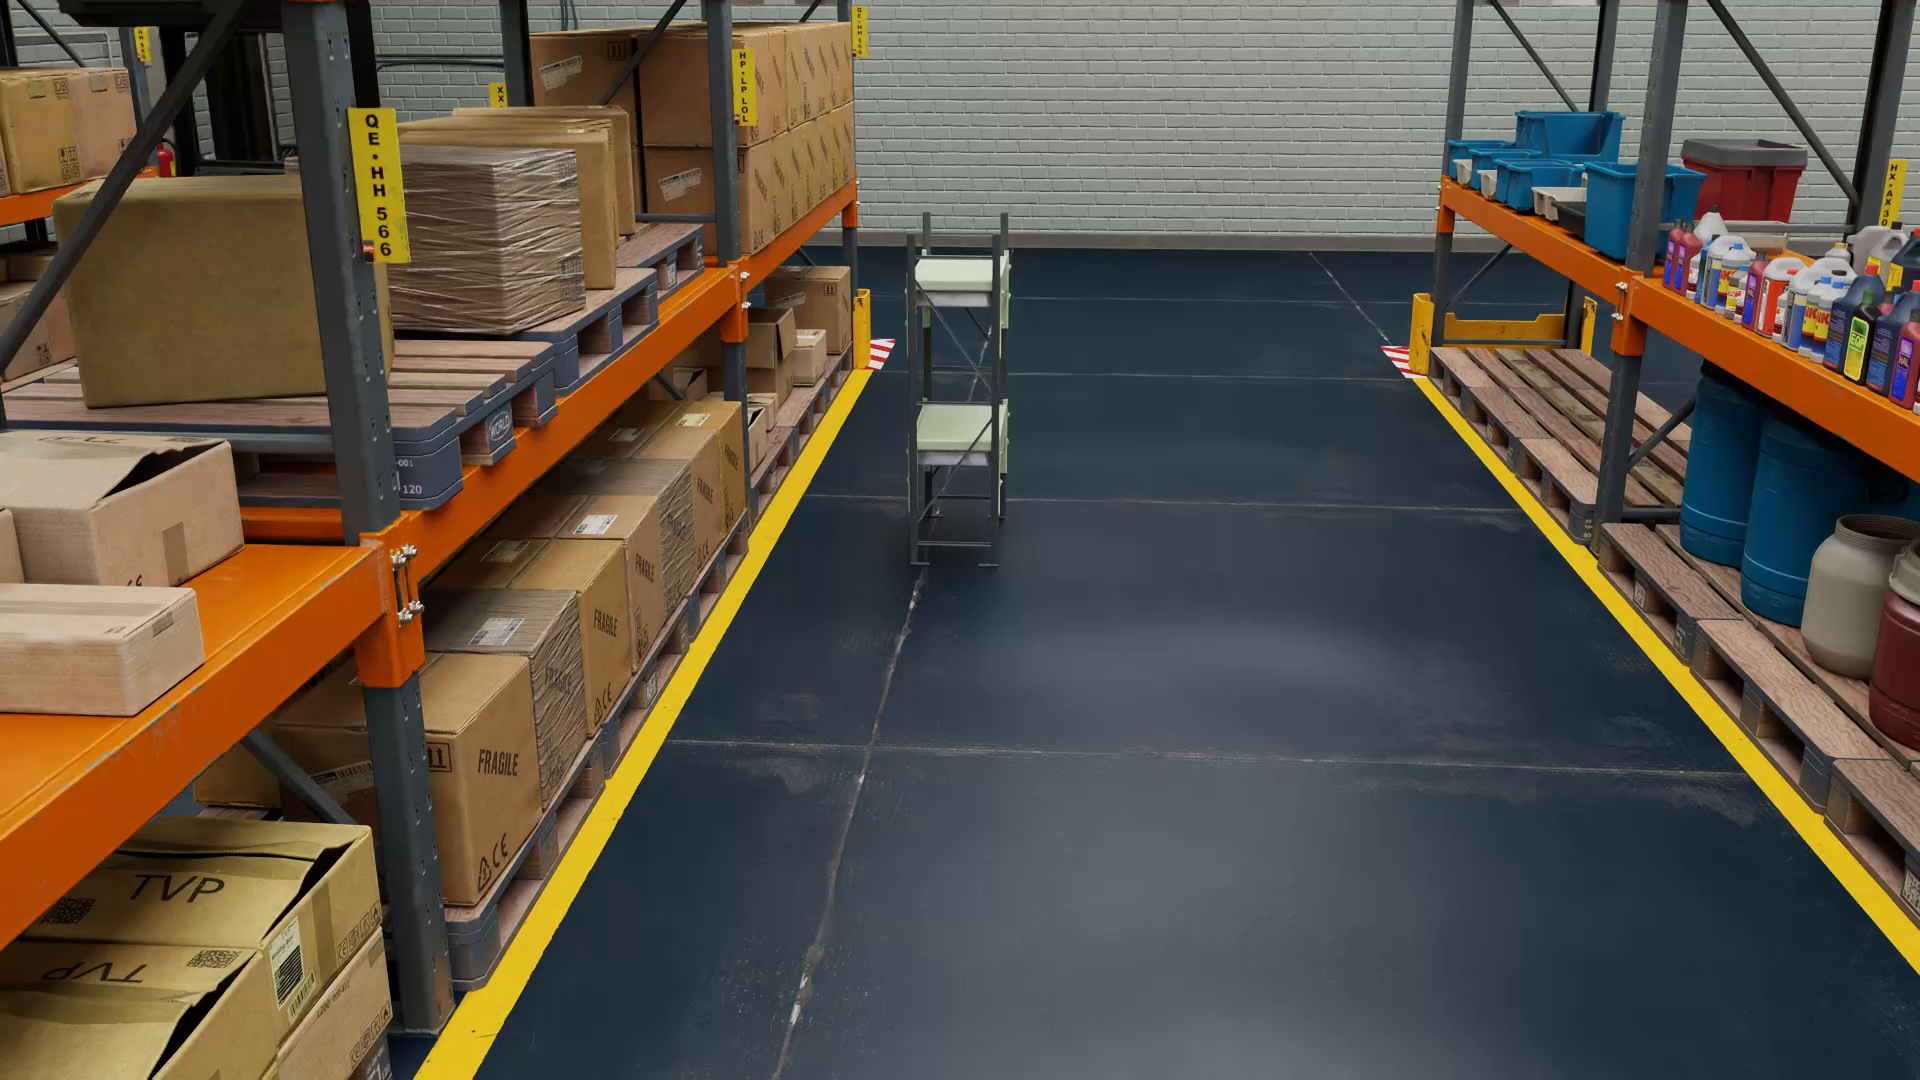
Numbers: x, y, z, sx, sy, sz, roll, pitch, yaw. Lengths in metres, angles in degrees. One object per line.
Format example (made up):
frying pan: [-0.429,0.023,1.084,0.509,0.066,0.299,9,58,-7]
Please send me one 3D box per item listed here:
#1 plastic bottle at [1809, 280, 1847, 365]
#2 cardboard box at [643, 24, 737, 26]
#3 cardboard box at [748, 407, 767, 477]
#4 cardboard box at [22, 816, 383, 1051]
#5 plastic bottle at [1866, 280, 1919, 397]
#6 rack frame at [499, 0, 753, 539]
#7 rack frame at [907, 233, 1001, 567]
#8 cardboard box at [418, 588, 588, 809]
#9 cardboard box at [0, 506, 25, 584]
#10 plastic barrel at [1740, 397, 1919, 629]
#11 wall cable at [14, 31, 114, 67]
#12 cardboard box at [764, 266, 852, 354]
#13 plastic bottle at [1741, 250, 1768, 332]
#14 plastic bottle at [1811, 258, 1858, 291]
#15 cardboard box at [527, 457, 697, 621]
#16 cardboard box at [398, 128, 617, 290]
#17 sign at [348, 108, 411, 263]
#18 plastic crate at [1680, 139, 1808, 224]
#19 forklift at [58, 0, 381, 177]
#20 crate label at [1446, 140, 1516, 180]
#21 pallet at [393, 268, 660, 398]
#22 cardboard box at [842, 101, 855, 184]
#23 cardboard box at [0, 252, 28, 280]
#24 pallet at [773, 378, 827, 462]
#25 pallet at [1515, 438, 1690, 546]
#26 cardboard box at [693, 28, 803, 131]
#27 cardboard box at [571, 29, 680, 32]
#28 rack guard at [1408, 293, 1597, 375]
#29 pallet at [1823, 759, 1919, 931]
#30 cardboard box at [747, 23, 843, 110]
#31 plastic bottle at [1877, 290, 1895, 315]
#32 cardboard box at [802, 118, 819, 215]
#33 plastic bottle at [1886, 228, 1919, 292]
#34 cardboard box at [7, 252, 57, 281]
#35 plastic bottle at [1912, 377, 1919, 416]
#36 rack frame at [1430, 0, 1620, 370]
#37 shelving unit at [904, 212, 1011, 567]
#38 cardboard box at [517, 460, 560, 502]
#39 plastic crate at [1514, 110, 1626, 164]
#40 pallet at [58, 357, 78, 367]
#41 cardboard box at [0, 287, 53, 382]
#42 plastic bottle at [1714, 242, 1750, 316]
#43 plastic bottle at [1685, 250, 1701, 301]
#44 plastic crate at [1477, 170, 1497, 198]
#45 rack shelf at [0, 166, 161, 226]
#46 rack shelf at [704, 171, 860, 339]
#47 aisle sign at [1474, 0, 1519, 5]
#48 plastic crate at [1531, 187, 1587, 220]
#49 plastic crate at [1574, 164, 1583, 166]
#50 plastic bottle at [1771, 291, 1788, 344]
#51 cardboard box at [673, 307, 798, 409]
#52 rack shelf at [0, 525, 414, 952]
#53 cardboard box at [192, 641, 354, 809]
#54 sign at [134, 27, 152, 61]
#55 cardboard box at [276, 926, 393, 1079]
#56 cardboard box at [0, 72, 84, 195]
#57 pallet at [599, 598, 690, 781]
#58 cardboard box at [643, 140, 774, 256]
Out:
plastic bottle: [2.896,-0.724,5.522,0.097,0.271,0.097,0,18,0]
cardboard box: [-1.584,-2.773,9.801,0.500,0.500,0.500,2,18,5]
cardboard box: [-1.259,-0.514,8.287,0.500,0.311,0.500,1,18,4]
cardboard box: [-1.584,0.794,3.524,0.500,0.311,0.500,2,18,5]
plastic bottle: [2.887,-0.619,5.073,0.144,0.351,0.185,1,18,4]
rack frame: [-1.505,-1.457,7.553,1.000,3.000,0.127,1,18,4]
rack frame: [-0.027,-0.597,7.336,0.400,1.500,0.023,1,18,4]
cardboard box: [-1.442,0.466,4.991,0.500,0.500,0.500,1,18,2]
cardboard box: [-2.049,0.101,2.941,0.500,0.311,0.500,1,18,3]
plastic barrel: [3.328,-0.160,6.288,0.600,0.901,0.708,1,18,4]
wall cable: [-7.011,-3.711,12.799,0.084,1.984,1.851,1,18,4]
cardboard box: [-1.012,-1.547,11.133,0.500,0.500,0.500,1,18,4]
plastic bottle: [2.920,-0.910,6.070,0.061,0.283,0.133,1,18,4]
plastic bottle: [3.107,-0.860,5.931,0.152,0.276,0.135,1,18,4]
cardboard box: [-1.335,-0.010,6.444,0.500,0.500,0.500,2,18,5]
cardboard box: [-1.570,-1.154,5.794,0.700,0.500,0.500,-3,18,-10]
sign: [-1.238,-0.754,3.547,0.100,0.325,0.005,1,18,4]
plastic crate: [3.749,-1.676,8.022,0.402,0.464,0.583,1,18,4]
forklift: [-3.762,-1.786,8.667,1.130,2.935,3.031,6,19,17]
crate label: [3.376,-2.468,10.809,0.416,0.233,0.303,1,18,4]
pallet: [-1.657,-0.728,5.636,1.003,0.211,1.213,1,18,4]
cardboard box: [-0.979,-2.602,10.886,0.500,0.500,0.500,2,18,6]
cardboard box: [-6.336,-1.795,10.883,0.380,0.149,0.250,1,18,4]
pallet: [-1.370,-0.725,9.798,1.003,0.211,1.213,1,18,4]
pallet: [3.449,-0.250,8.346,1.003,0.211,1.213,1,18,4]
cardboard box: [-1.117,-2.440,8.786,0.500,0.500,0.500,1,18,2]
cardboard box: [-1.693,-2.302,8.365,0.500,0.500,0.500,1,18,3]
rack guard: [3.711,-1.408,11.417,1.175,0.500,0.348,1,18,4]
pallet: [3.163,0.976,4.605,1.003,0.211,1.213,1,18,4]
cardboard box: [-1.012,-2.921,10.254,0.500,0.500,0.500,2,18,5]
plastic bottle: [2.917,-0.636,5.233,0.061,0.283,0.133,1,18,4]
cardboard box: [-1.090,-2.130,9.444,0.500,0.500,0.500,1,18,3]
plastic bottle: [3.538,-0.975,6.161,0.144,0.351,0.185,1,18,4]
cardboard box: [-5.955,-1.786,10.855,0.380,0.149,0.250,2,18,5]
plastic bottle: [2.844,-0.463,4.837,0.097,0.201,0.097,0,18,0]
rack frame: [3.722,-2.588,11.004,1.000,3.000,0.127,1,18,4]
shelving unit: [0.000,-0.711,7.683,0.431,1.500,0.755,1,18,4]
cardboard box: [-1.854,-0.013,6.453,0.500,0.500,0.500,2,18,5]
plastic crate: [3.884,-2.525,10.659,0.616,0.435,0.499,1,18,4]
pallet: [-6.139,-1.234,11.350,1.003,0.211,1.213,1,18,4]
cardboard box: [-6.181,-1.290,10.381,0.700,0.500,0.500,1,18,2]
plastic bottle: [2.960,-1.000,6.365,0.097,0.271,0.097,0,18,0]
plastic bottle: [2.984,-1.069,6.688,0.097,0.201,0.097,0,18,0]
plastic crate: [3.222,-2.113,9.883,0.250,0.136,0.298,1,18,4]
rack shelf: [-6.303,-1.846,9.895,1.077,0.370,4.000,1,18,4]
rack shelf: [-1.362,-1.737,9.561,1.077,0.370,4.000,1,18,4]
aisle sign: [3.431,-3.852,10.688,0.394,0.787,0.004,1,18,4]
plastic crate: [3.260,-1.796,8.915,0.293,0.136,0.466,1,18,4]
plastic crate: [3.844,-2.234,10.250,0.396,0.136,0.243,1,18,4]
plastic bottle: [2.920,-0.793,5.845,0.097,0.201,0.097,0,18,0]
cardboard box: [-1.376,-1.064,9.655,0.797,0.503,0.637,1,18,4]
rack shelf: [-1.935,0.748,1.978,1.077,0.370,4.000,1,18,4]
cardboard box: [-1.959,0.468,4.985,0.500,0.500,0.500,2,18,6]
sign: [-5.620,-3.455,11.411,0.100,0.325,0.005,1,18,4]
cardboard box: [-1.587,1.061,3.610,0.500,0.250,0.500,2,18,5]
cardboard box: [-6.227,-2.567,10.458,0.980,0.700,0.700,1,18,3]
pallet: [-1.611,0.501,6.055,1.003,0.211,1.213,1,18,4]
cardboard box: [-1.197,-1.657,8.002,0.500,0.500,0.500,2,18,5]
